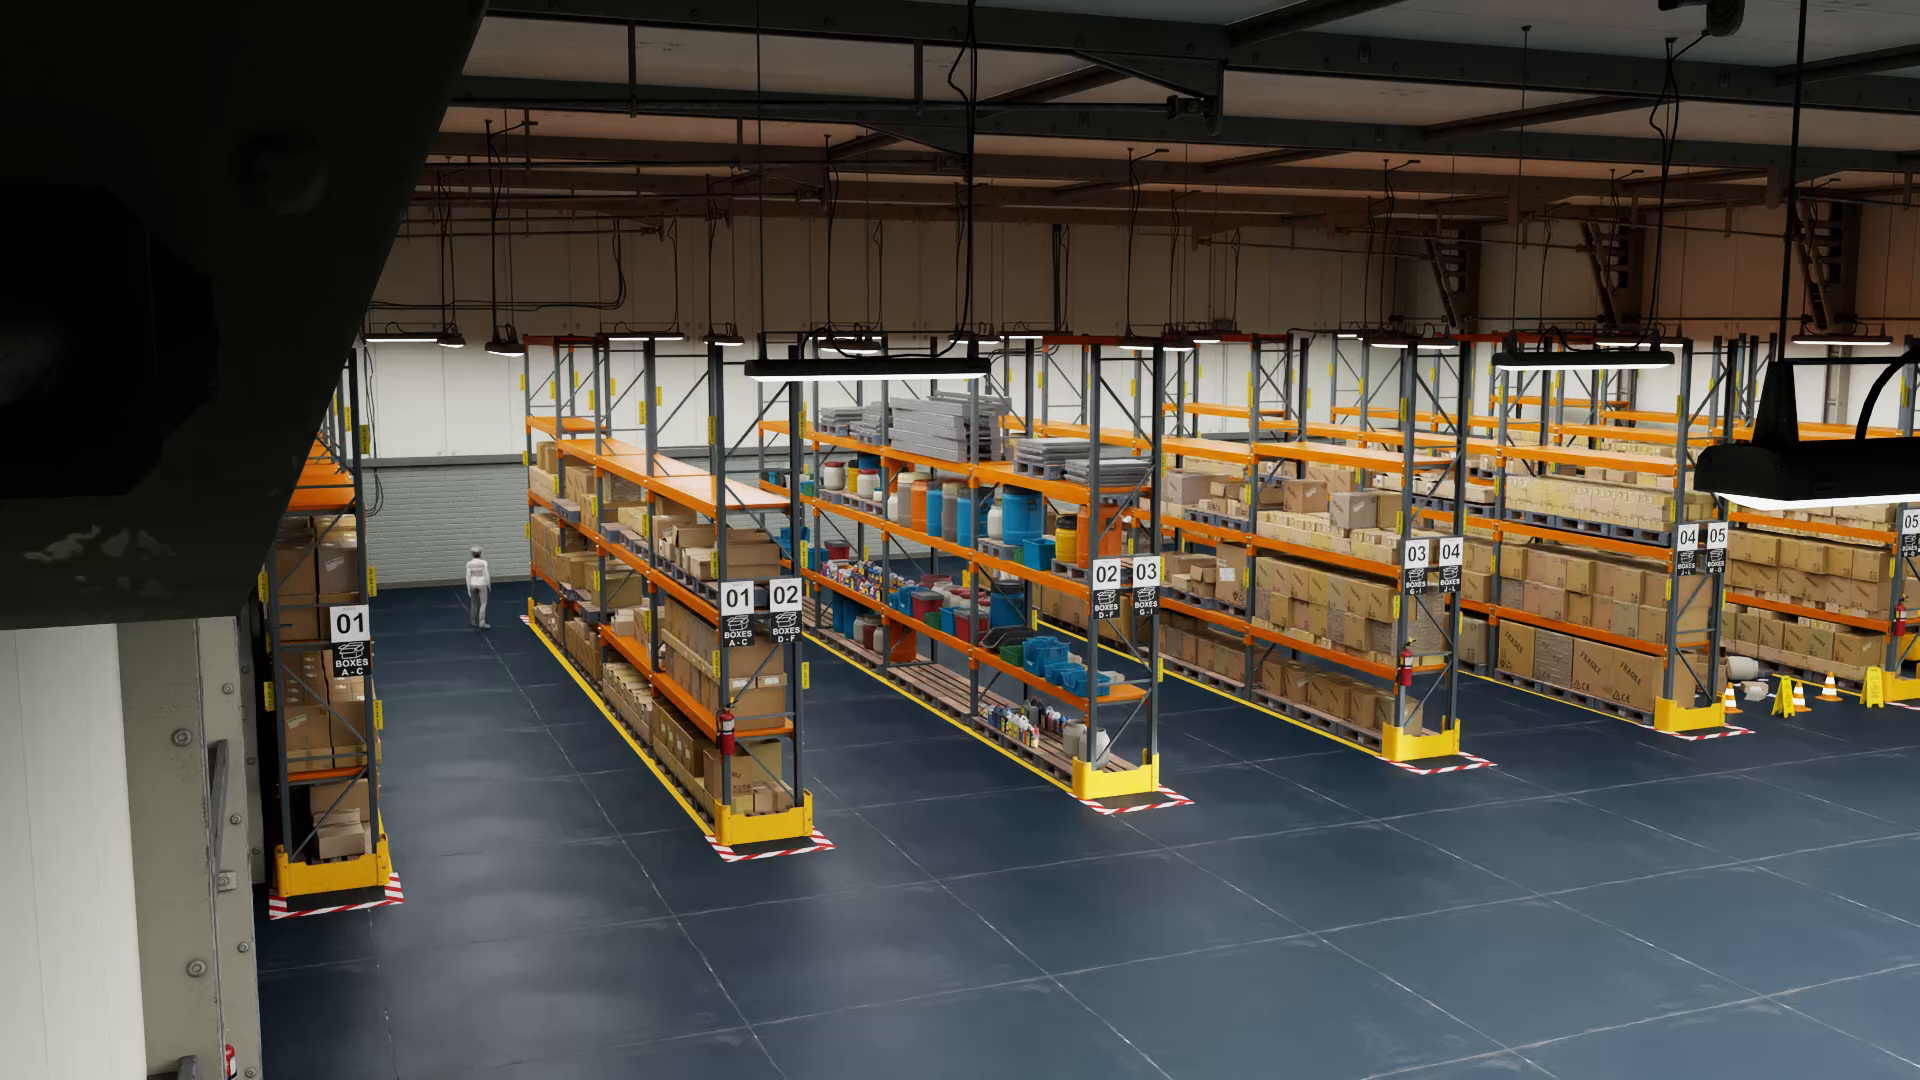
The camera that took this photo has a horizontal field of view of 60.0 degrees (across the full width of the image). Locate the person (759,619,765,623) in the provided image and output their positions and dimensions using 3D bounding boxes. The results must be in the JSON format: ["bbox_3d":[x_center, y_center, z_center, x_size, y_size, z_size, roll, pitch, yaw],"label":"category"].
[{"bbox_3d":[-3.808,1.314,31.193,0.526,1.748,0.597,4,8,25],"label":"person"}]

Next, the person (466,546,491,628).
[{"bbox_3d":[-9.889,0.969,34.127,0.544,1.662,0.691,1,8,6],"label":"person"}]

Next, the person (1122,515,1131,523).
[{"bbox_3d":[3.970,0.009,40.825,0.461,1.797,0.575,-5,9,-35],"label":"person"}]

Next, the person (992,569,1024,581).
[{"bbox_3d":[0.985,1.037,33.613,0.721,1.683,0.649,-1,8,-11],"label":"person"}]
